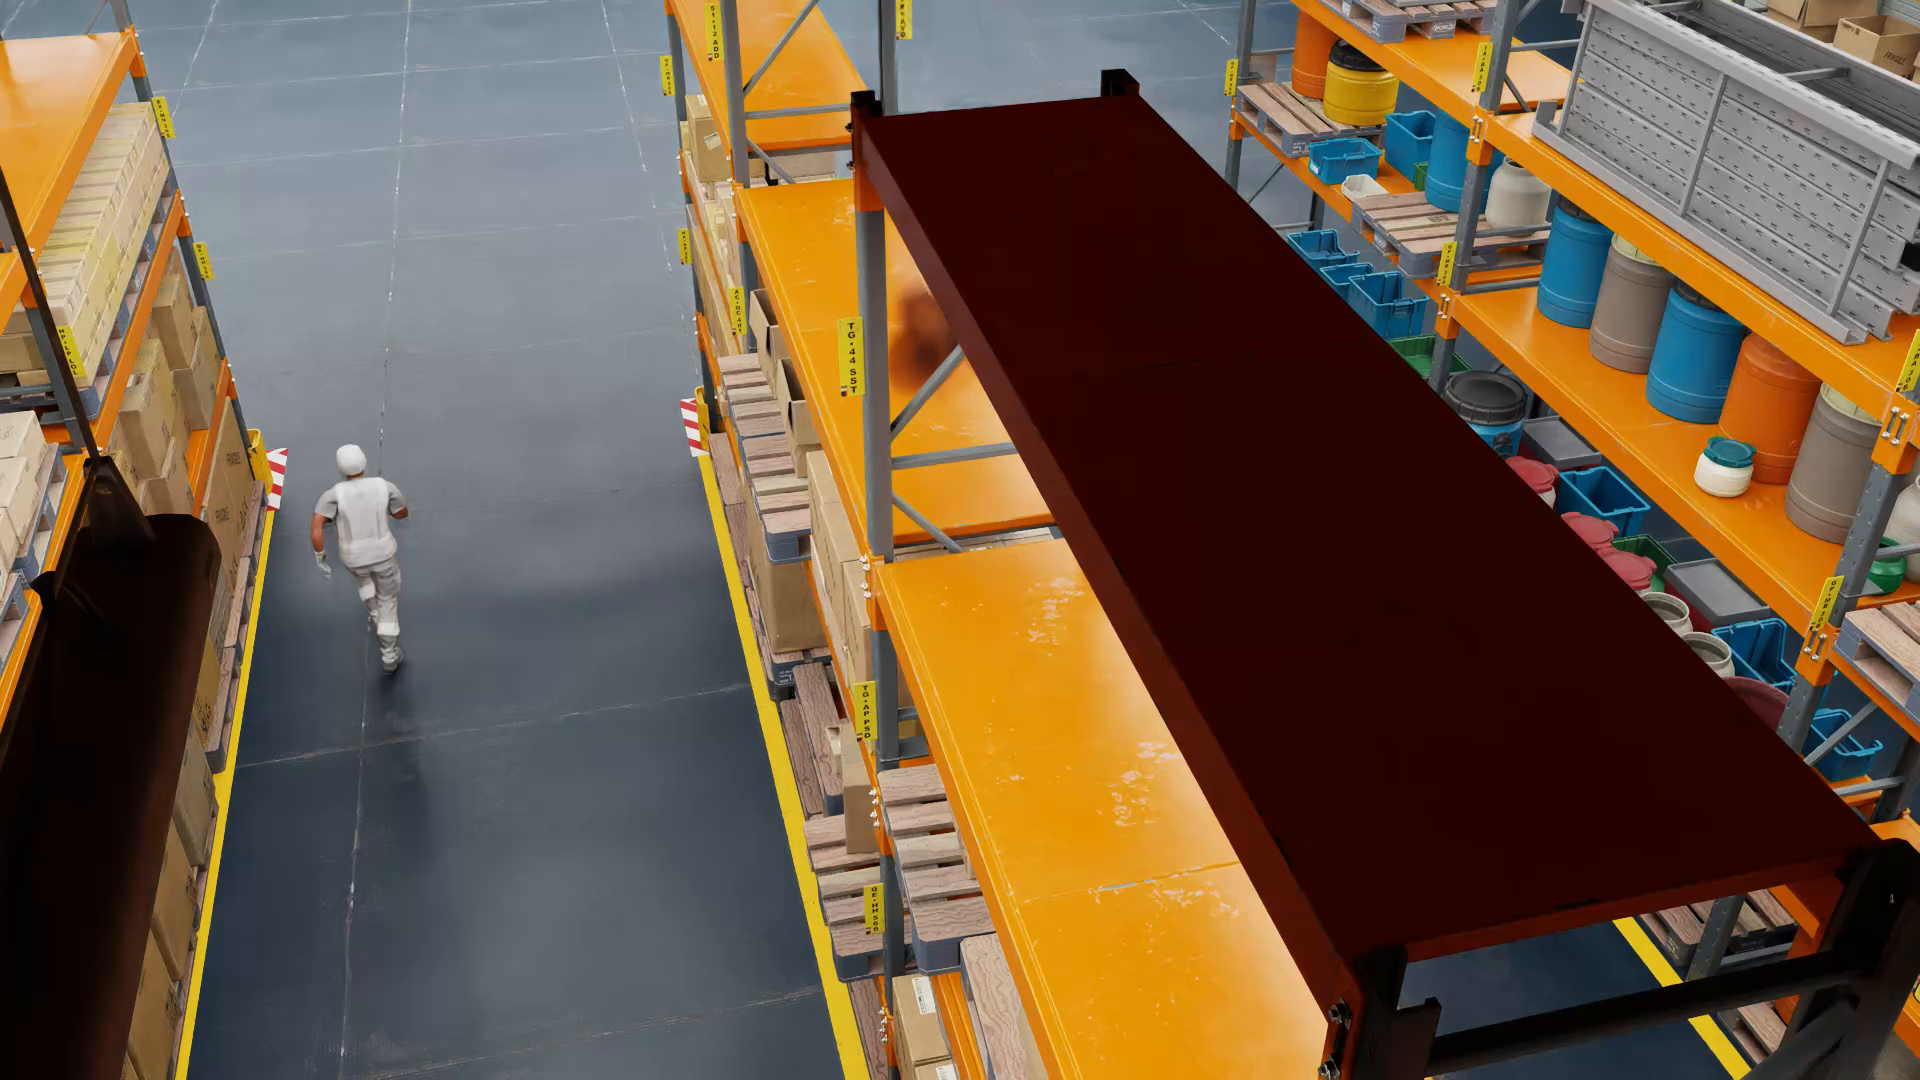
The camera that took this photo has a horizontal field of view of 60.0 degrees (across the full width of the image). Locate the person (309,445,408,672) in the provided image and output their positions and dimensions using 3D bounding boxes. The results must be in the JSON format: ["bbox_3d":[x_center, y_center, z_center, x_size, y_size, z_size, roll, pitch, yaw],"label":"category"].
[{"bbox_3d":[-4.405,0.099,12.361,0.696,1.747,0.808,-13,36,-18],"label":"person"}]
